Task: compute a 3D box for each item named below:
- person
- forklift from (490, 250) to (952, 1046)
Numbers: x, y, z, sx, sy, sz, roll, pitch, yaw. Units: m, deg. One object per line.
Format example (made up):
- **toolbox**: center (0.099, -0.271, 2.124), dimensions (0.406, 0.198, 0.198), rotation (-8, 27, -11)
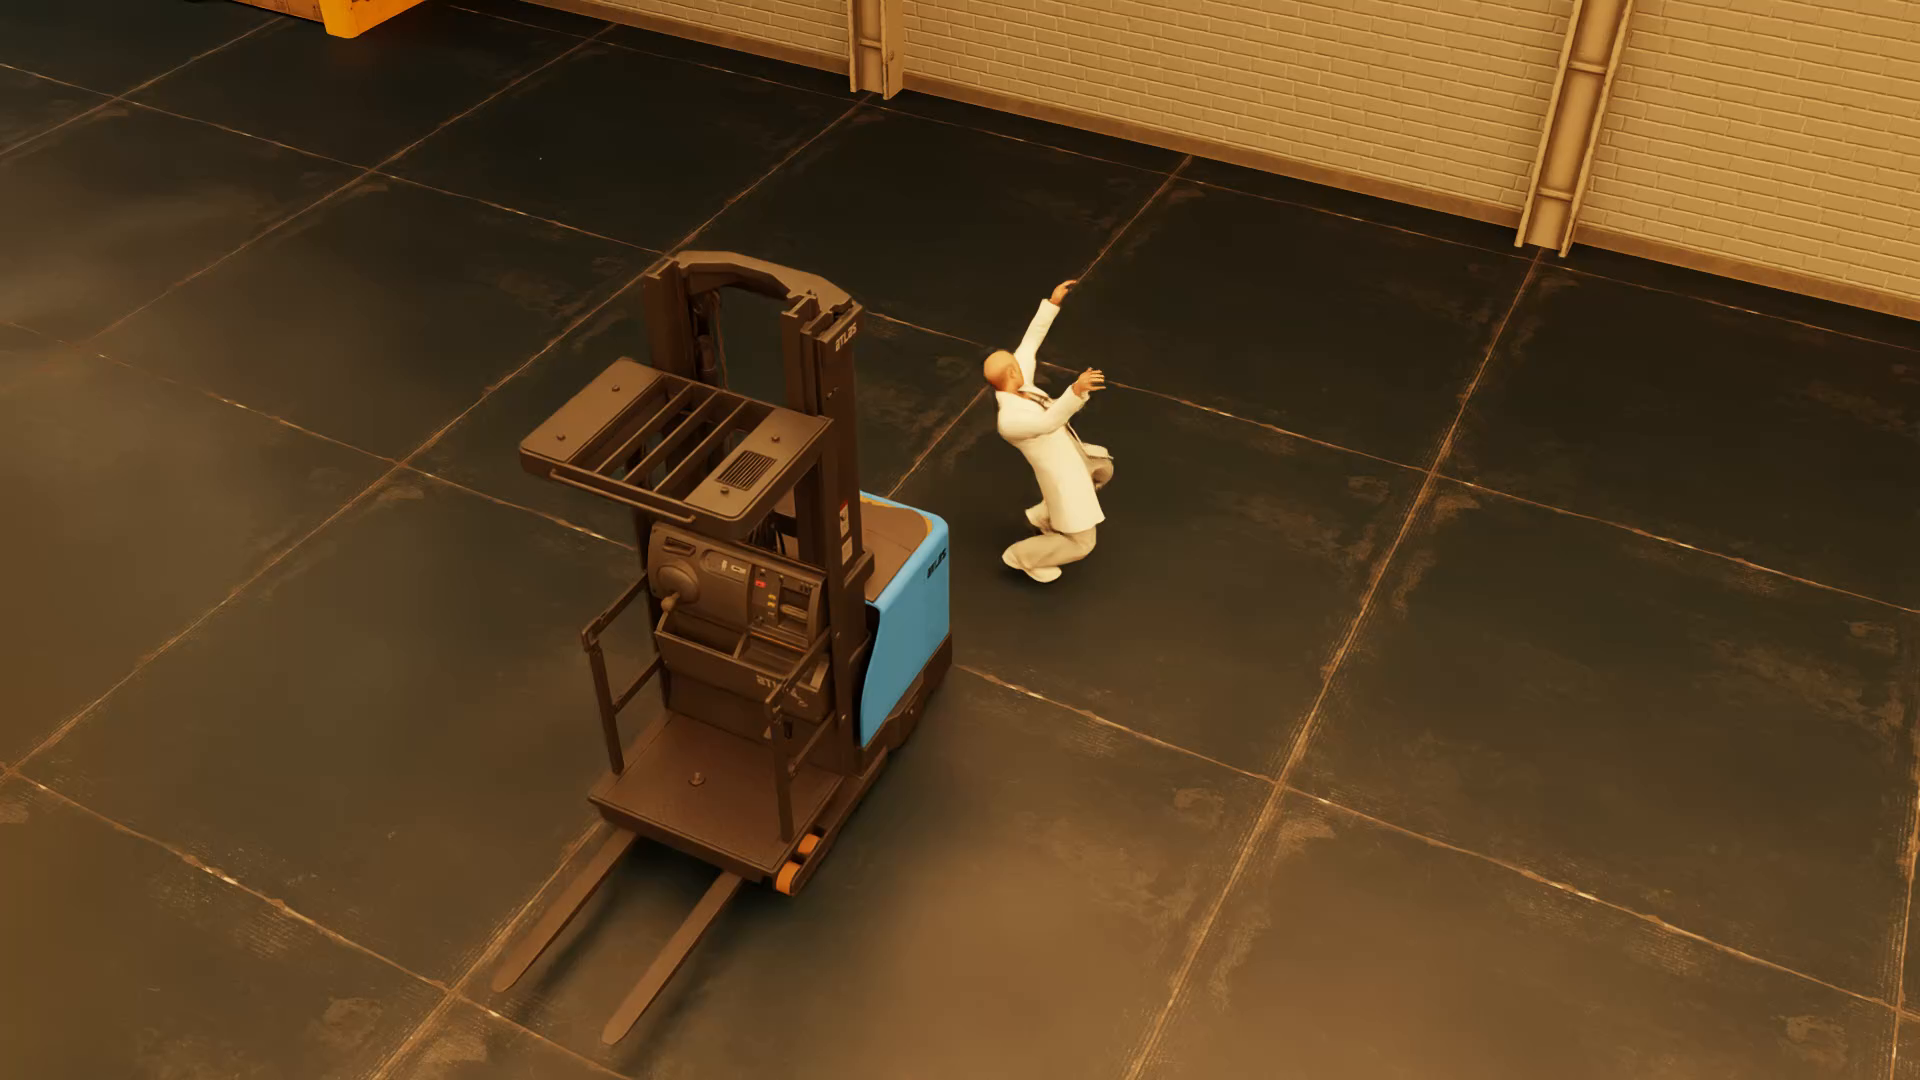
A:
- **person**: center (0.516, -0.539, 9.626), dimensions (0.770, 1.697, 1.022), rotation (4, 40, 5)
- **forklift**: center (-1.151, 0.297, 7.634), dimensions (1.130, 2.935, 3.031), rotation (18, 43, 20)
